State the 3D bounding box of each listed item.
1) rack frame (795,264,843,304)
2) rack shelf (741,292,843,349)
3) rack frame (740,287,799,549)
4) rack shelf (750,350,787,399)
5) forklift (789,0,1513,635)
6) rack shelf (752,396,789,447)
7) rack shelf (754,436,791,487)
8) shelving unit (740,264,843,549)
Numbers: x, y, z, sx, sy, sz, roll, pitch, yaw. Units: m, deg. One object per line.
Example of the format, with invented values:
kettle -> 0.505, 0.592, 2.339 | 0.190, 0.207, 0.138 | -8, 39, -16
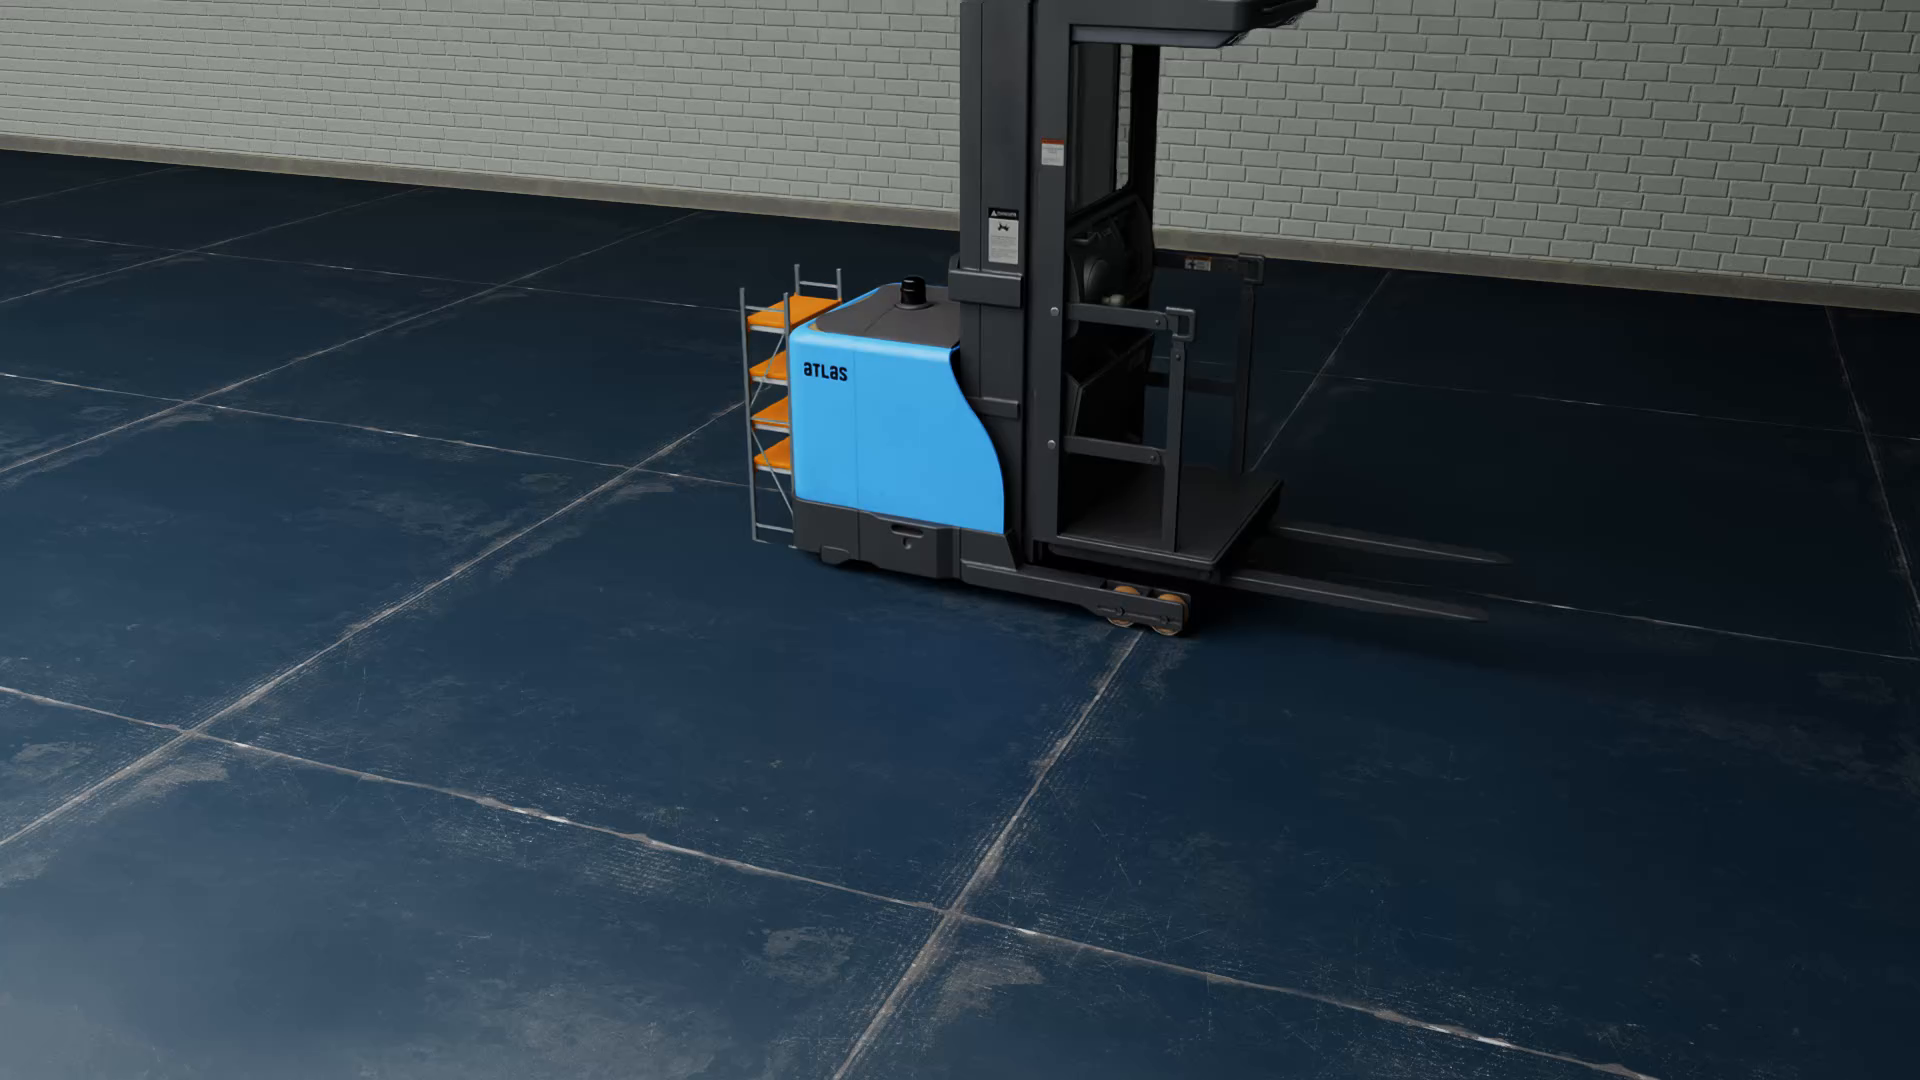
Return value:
rack frame -> -0.652, -0.704, 7.879 | 0.240, 1.200, 0.015 | 10, 25, 22
rack shelf -> -0.752, -0.981, 7.522 | 0.258, 0.148, 0.480 | 10, 25, 22
rack frame -> -0.852, -0.533, 7.468 | 0.240, 1.200, 0.015 | 10, 25, 22
rack shelf -> -0.752, -0.763, 7.613 | 0.258, 0.148, 0.480 | 10, 25, 22
forklift -> 0.809, -1.195, 6.808 | 3.031, 2.935, 1.130 | 10, 25, 23
rack shelf -> -0.752, -0.556, 7.700 | 0.258, 0.148, 0.480 | 10, 25, 22
rack shelf -> -0.752, -0.373, 7.776 | 0.258, 0.148, 0.480 | 10, 25, 22
shelving unit -> -0.752, -0.618, 7.674 | 0.258, 1.200, 0.503 | 10, 25, 22
